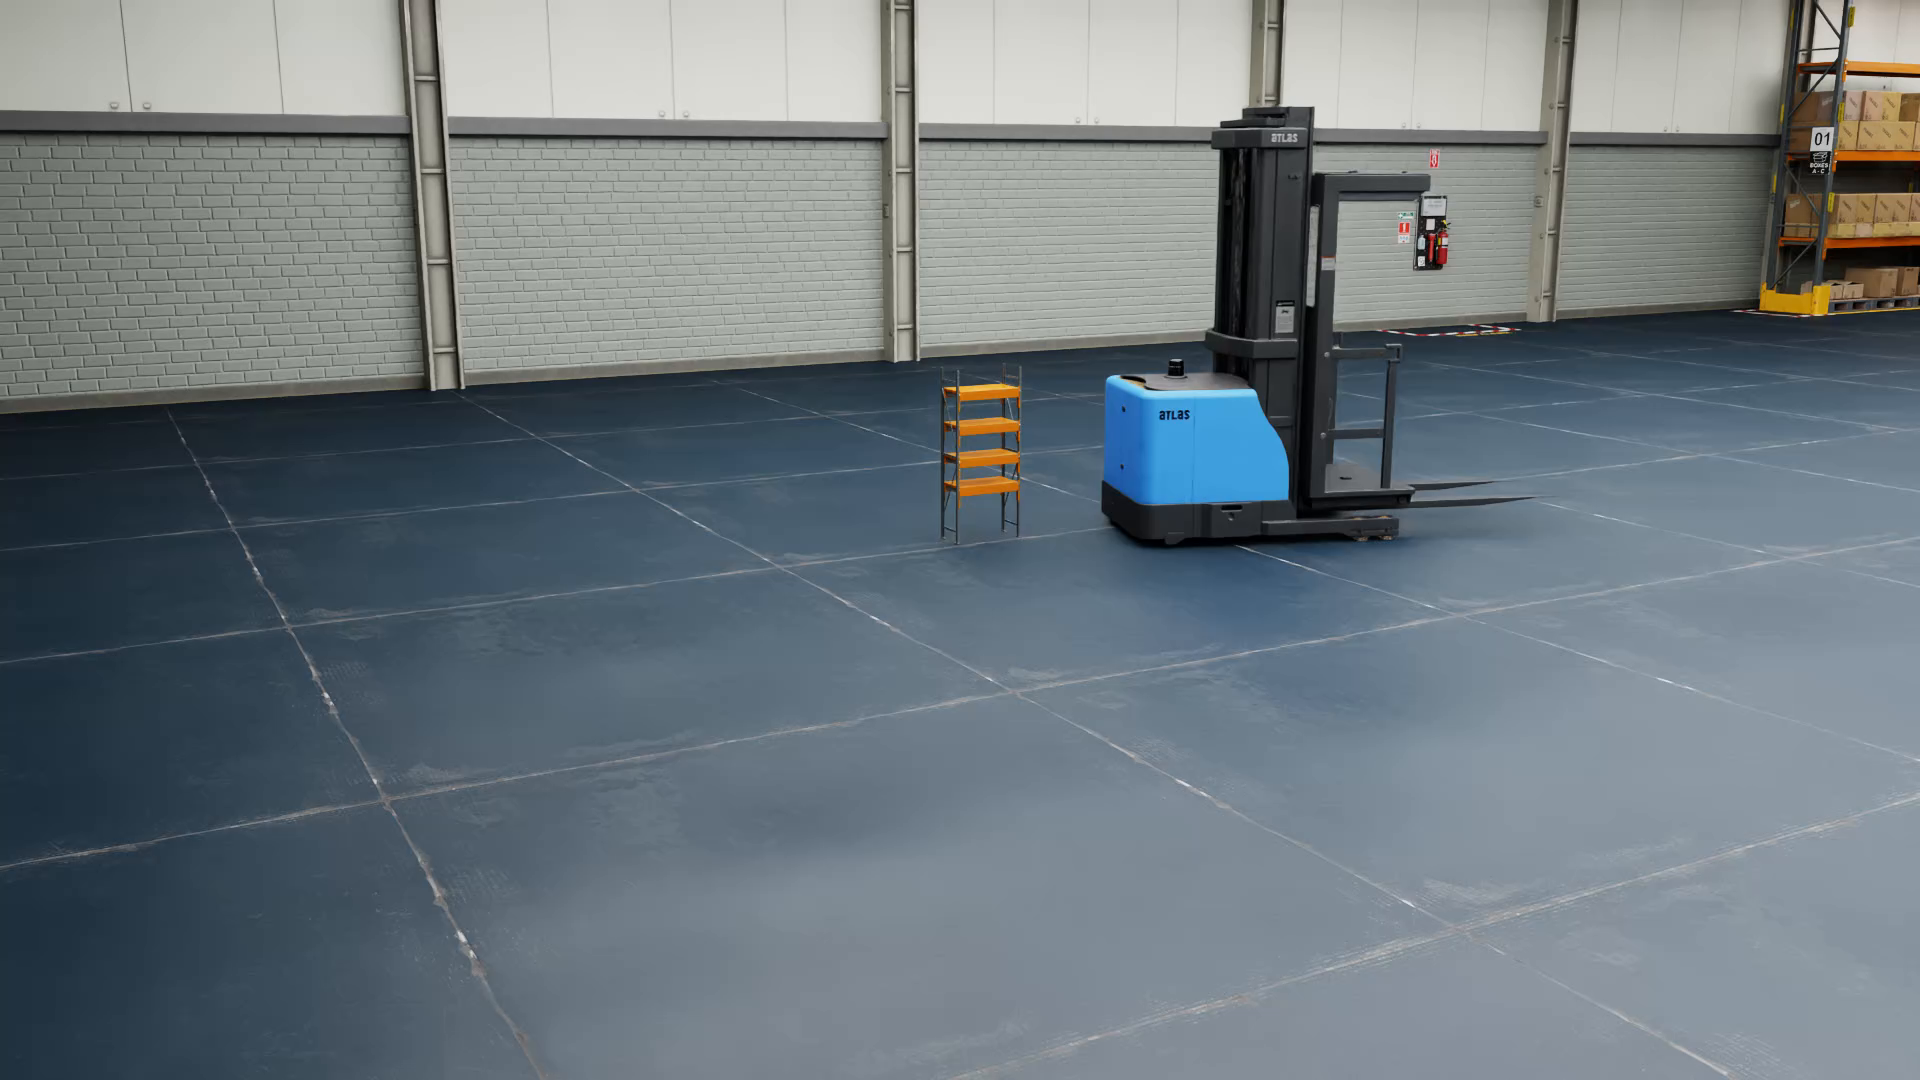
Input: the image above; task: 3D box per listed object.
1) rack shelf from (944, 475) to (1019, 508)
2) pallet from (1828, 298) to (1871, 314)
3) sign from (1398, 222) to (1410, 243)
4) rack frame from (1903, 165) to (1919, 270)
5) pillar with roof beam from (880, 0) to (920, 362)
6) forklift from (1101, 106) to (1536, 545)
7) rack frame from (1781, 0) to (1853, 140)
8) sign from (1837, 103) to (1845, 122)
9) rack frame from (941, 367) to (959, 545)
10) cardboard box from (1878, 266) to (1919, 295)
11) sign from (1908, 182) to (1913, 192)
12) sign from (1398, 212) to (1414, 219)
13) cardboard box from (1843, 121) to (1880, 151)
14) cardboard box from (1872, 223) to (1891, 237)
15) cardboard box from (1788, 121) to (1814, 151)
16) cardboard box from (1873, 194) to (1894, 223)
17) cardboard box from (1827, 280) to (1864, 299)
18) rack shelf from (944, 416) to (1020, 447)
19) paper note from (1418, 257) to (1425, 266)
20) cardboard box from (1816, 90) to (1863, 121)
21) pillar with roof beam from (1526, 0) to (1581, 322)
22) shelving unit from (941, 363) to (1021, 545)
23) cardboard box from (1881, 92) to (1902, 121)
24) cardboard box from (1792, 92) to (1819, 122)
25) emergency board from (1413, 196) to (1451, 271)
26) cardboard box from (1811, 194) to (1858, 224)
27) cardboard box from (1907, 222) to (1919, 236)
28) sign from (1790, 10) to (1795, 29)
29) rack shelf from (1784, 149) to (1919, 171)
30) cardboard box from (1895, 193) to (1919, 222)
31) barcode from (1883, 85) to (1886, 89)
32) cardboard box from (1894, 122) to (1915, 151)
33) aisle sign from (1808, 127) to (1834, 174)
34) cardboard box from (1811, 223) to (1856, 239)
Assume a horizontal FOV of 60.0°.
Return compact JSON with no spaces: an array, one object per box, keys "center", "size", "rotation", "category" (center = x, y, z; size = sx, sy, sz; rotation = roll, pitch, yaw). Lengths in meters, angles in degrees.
[{"center":[0.145,-0.343,11.613],"size":[0.480,0.148,0.258],"rotation":[-7,14,-28],"category":"rack shelf"},{"center":[15.616,-4.258,30.049],"size":[1.213,0.211,1.003],"rotation":[-7,14,-28],"category":"pallet"},{"center":[7.031,-4.868,26.325],"size":[0.234,0.329,0.001],"rotation":[-7,14,-28],"category":"sign"},{"center":[18.330,-5.953,31.228],"size":[0.127,3.000,1.000],"rotation":[-7,14,-28],"category":"rack frame"},{"center":[1.283,-5.976,17.667],"size":[0.400,9.000,9.100],"rotation":[-7,14,-28],"category":"pillar with roof beam"},{"center":[2.605,-1.534,11.748],"size":[3.031,2.935,1.130],"rotation":[-2,13,-10],"category":"forklift"},{"center":[14.819,-8.459,28.700],"size":[0.127,3.000,1.000],"rotation":[-7,14,-28],"category":"rack frame"},{"center":[15.080,-7.317,28.468],"size":[0.005,0.325,0.100],"rotation":[-7,14,-28],"category":"sign"},{"center":[-0.069,-0.577,11.441],"size":[0.015,1.200,0.240],"rotation":[-7,14,-28],"category":"rack frame"},{"center":[17.439,-4.831,30.935],"size":[0.500,0.500,0.500],"rotation":[-8,15,-32],"category":"cardboard box"},{"center":[18.061,-6.624,31.574],"size":[0.005,0.325,0.100],"rotation":[-7,14,-28],"category":"sign"},{"center":[7.039,-5.125,26.261],"size":[0.331,0.109,0.001],"rotation":[-7,14,-28],"category":"sign"},{"center":[15.721,-7.090,29.178],"size":[0.500,0.500,0.500],"rotation":[-6,14,-24],"category":"cardboard box"},{"center":[16.299,-5.568,29.817],"size":[0.500,0.250,0.500],"rotation":[-7,15,-29],"category":"cardboard box"},{"center":[15.064,-7.147,29.428],"size":[0.500,0.500,0.500],"rotation":[-6,14,-24],"category":"cardboard box"},{"center":[16.278,-5.930,29.715],"size":[0.500,0.500,0.500],"rotation":[-7,15,-30],"category":"cardboard box"},{"center":[15.970,-4.550,30.118],"size":[0.500,0.311,0.500],"rotation":[-6,14,-23],"category":"cardboard box"},{"center":[0.145,-0.755,11.520],"size":[0.480,0.148,0.258],"rotation":[-7,14,-28],"category":"rack shelf"},{"center":[7.377,-4.453,26.572],"size":[0.142,0.148,0.016],"rotation":[-7,14,-28],"category":"paper note"},{"center":[15.274,-7.535,28.878],"size":[0.500,0.500,0.500],"rotation":[-8,15,-32],"category":"cardboard box"},{"center":[11.816,-7.238,23.276],"size":[0.400,9.000,9.100],"rotation":[-7,14,-28],"category":"pillar with roof beam"},{"center":[0.145,-0.603,11.555],"size":[0.503,1.200,0.258],"rotation":[-7,14,-28],"category":"shelving unit"},{"center":[16.183,-7.634,29.318],"size":[0.500,0.500,0.500],"rotation":[-6,14,-26],"category":"cardboard box"},{"center":[15.073,-7.637,29.331],"size":[0.500,0.500,0.500],"rotation":[-6,14,-25],"category":"cardboard box"},{"center":[7.566,-4.888,26.499],"size":[0.643,1.169,0.194],"rotation":[-7,14,-28],"category":"emergency board"},{"center":[15.383,-5.827,29.256],"size":[0.500,0.500,0.500],"rotation":[-7,14,-28],"category":"cardboard box"},{"center":[17.185,-5.674,30.287],"size":[0.500,0.250,0.500],"rotation":[-7,14,-28],"category":"cardboard box"},{"center":[14.571,-9.101,29.064],"size":[0.005,0.325,0.100],"rotation":[-7,14,-28],"category":"sign"},{"center":[16.575,-6.855,30.043],"size":[4.000,0.370,1.077],"rotation":[-7,14,-28],"category":"rack shelf"},{"center":[17.181,-6.041,30.210],"size":[0.500,0.500,0.500],"rotation":[-7,15,-29],"category":"cardboard box"},{"center":[16.904,-8.280,30.409],"size":[0.075,0.075,0.001],"rotation":[-7,14,-28],"category":"barcode"},{"center":[16.635,-7.206,29.693],"size":[0.500,0.500,0.500],"rotation":[-6,14,-24],"category":"cardboard box"},{"center":[14.900,-6.735,28.782],"size":[0.004,0.787,0.394],"rotation":[-7,14,-28],"category":"aisle sign"},{"center":[15.400,-5.459,29.329],"size":[0.500,0.250,0.500],"rotation":[-7,15,-29],"category":"cardboard box"}]
